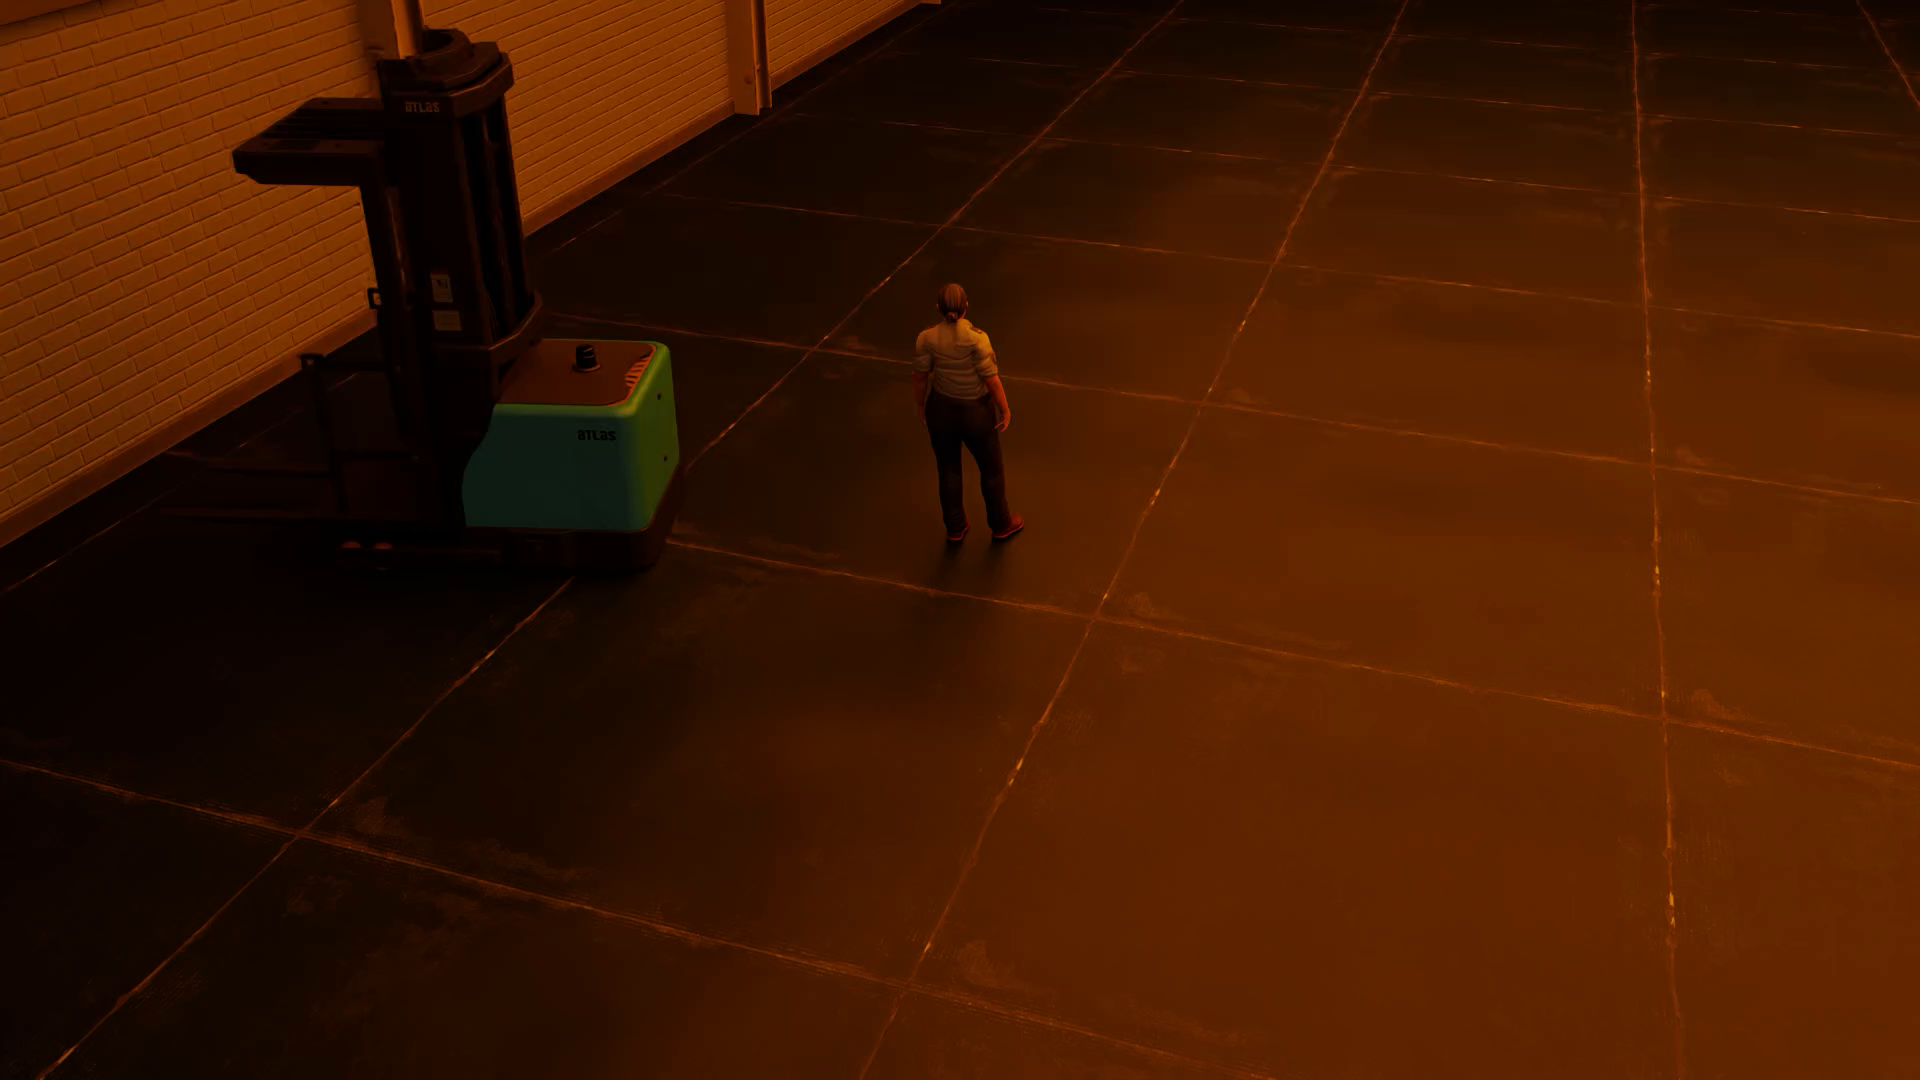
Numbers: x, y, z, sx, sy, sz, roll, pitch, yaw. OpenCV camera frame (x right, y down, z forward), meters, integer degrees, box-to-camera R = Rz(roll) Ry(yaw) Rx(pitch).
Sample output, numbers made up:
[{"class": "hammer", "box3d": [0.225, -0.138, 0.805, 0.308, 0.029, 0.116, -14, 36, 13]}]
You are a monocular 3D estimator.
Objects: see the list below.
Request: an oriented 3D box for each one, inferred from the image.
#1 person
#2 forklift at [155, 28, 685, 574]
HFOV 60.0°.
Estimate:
[{"class": "person", "box3d": [0.051, -0.758, 9.753, 0.598, 1.643, 0.503, 10, 31, 16]}, {"class": "forklift", "box3d": [-3.272, -1.350, 9.505, 3.031, 2.935, 1.130, 2, 30, 3]}]
